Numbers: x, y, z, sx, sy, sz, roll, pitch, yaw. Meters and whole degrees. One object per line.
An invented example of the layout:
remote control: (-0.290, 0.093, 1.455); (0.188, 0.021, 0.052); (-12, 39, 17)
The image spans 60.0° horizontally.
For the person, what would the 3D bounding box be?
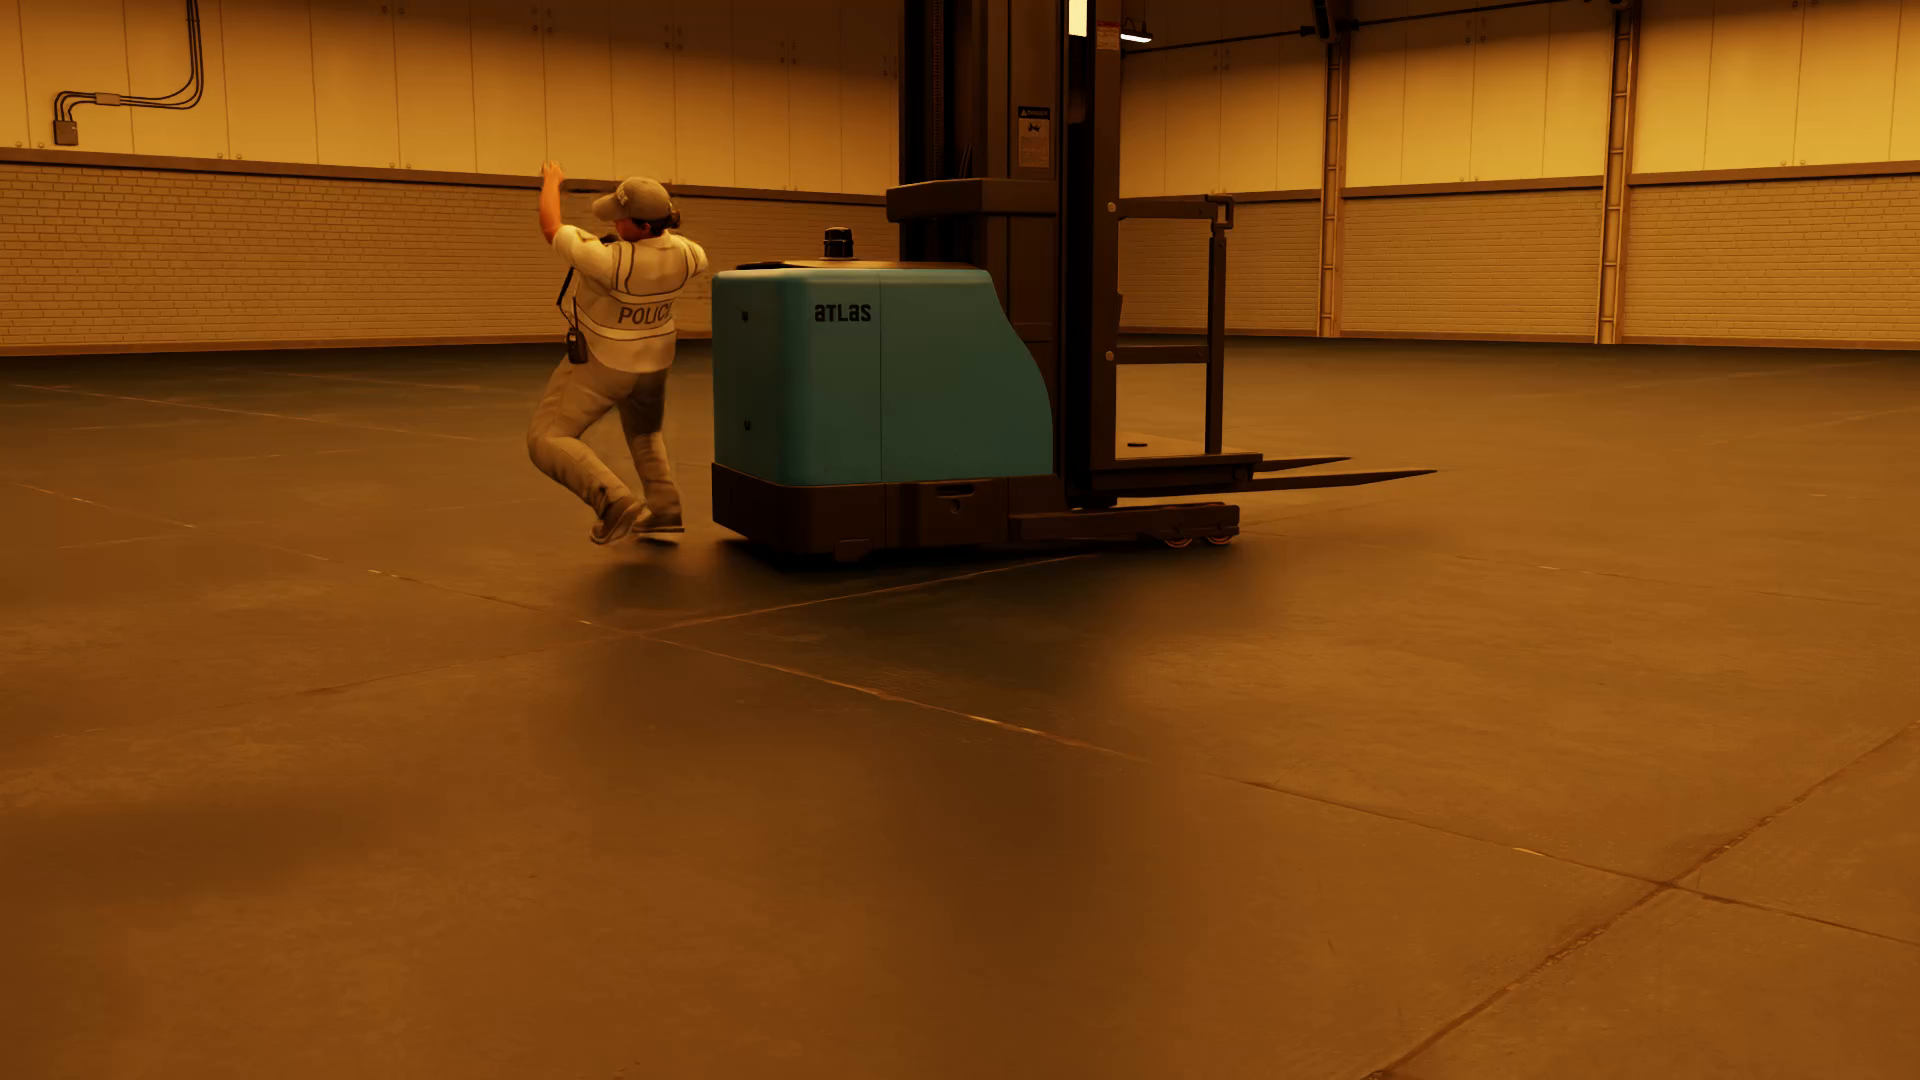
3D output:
person: (-1.229, -0.740, 6.549); (0.655, 1.470, 1.031); (5, 10, 28)

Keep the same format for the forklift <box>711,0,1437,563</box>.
forklift: (0.559, -1.486, 6.742); (3.031, 2.935, 1.130); (-4, 9, -23)
